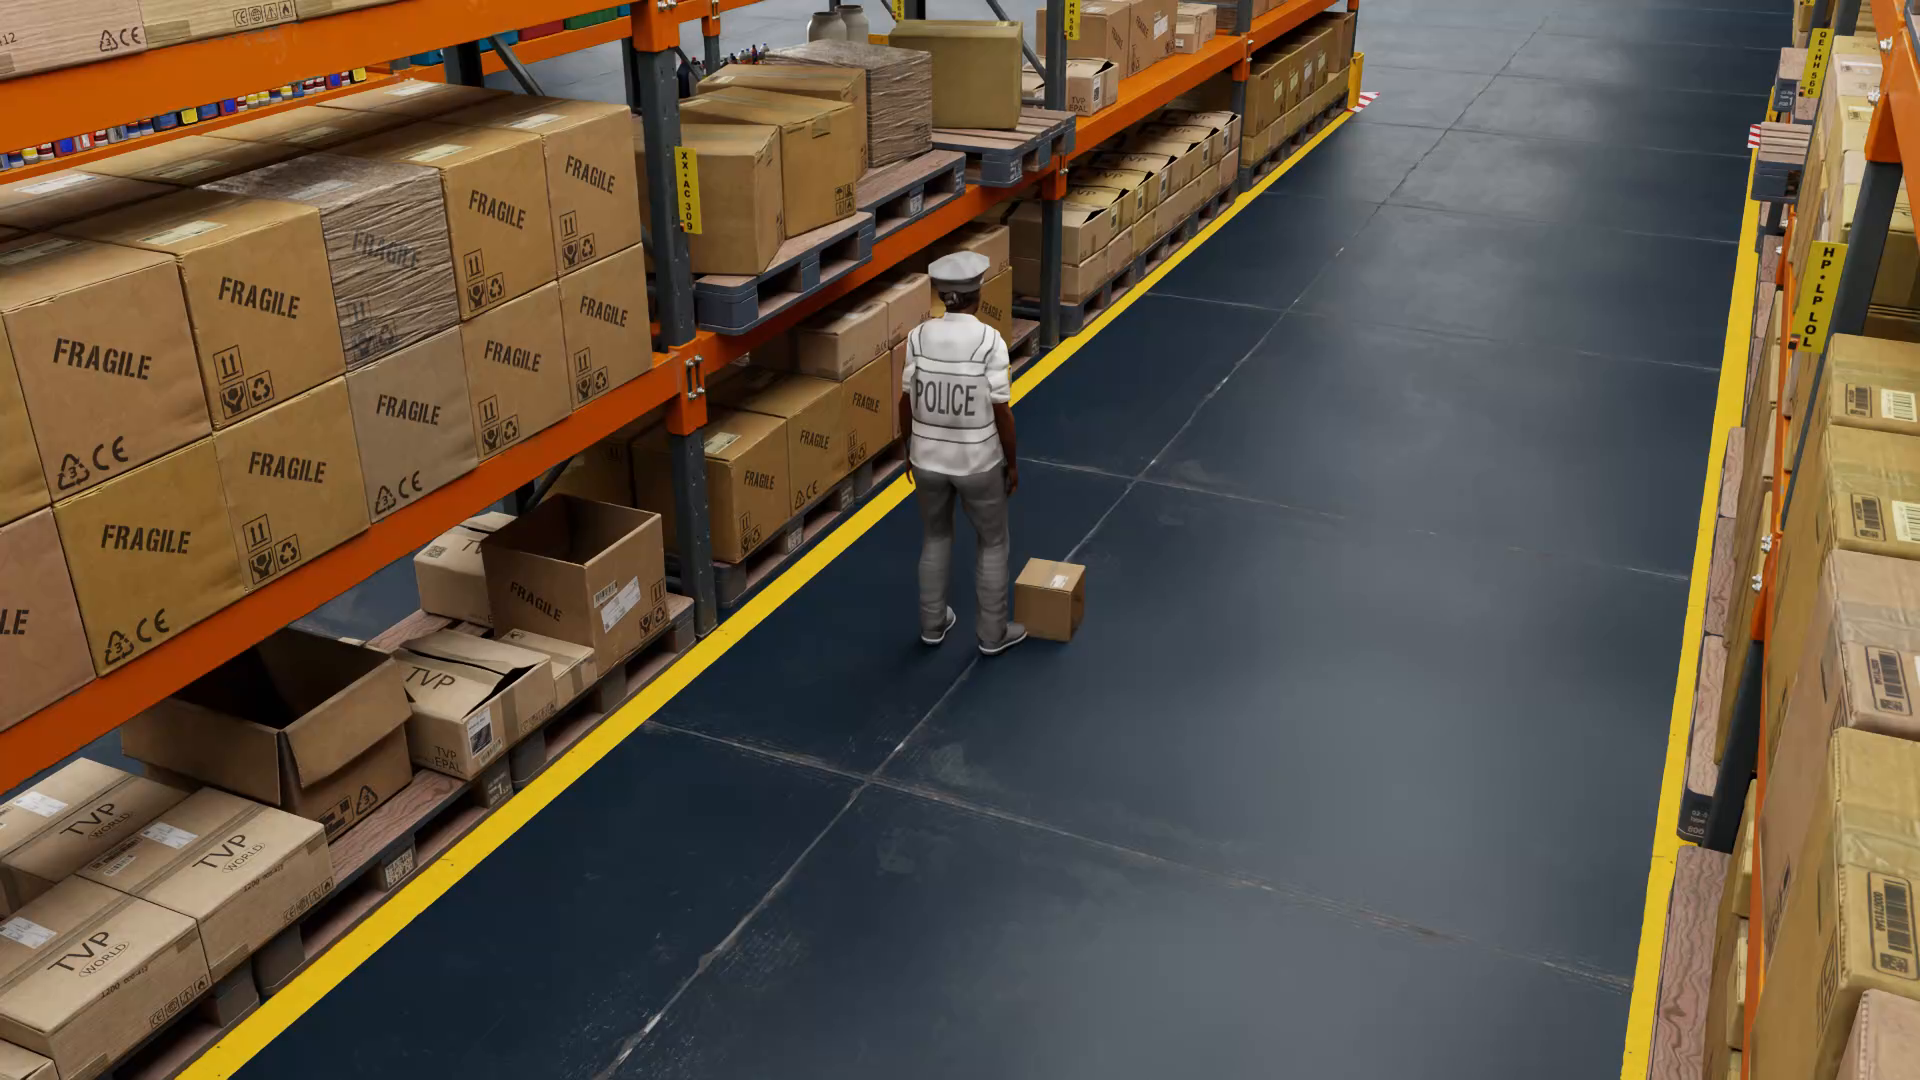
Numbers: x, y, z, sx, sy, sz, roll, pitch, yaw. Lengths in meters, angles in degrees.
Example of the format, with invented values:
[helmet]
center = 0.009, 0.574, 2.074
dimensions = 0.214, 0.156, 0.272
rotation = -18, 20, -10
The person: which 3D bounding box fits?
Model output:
[person]
center = 0.011, -0.319, 6.764
dimensions = 0.516, 1.656, 0.396
rotation = 9, 28, 18
